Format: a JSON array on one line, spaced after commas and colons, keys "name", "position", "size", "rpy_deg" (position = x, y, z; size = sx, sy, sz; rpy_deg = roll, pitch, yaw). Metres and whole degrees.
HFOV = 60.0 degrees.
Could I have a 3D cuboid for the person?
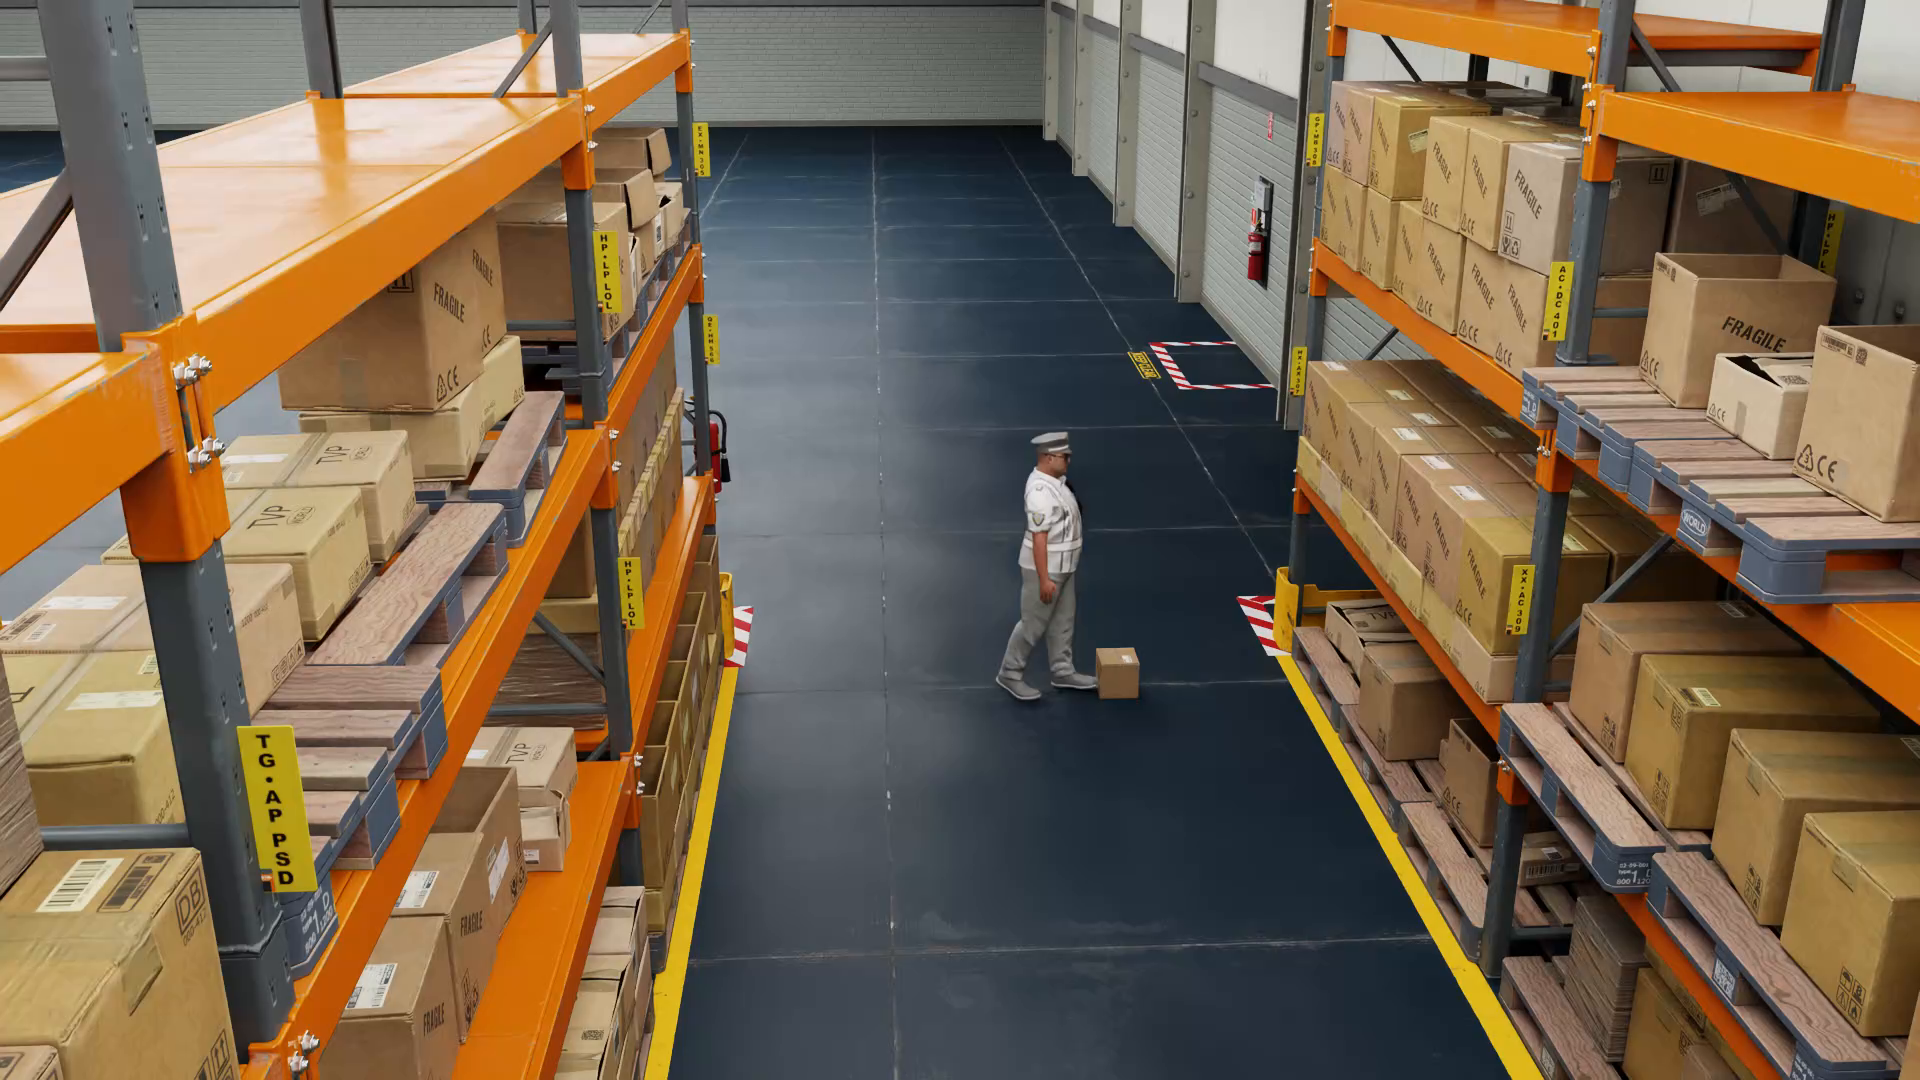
[{"name": "person", "position": [0.576, 0.164, 10.596], "size": [0.667, 1.752, 0.553], "rpy_deg": [5, 21, 12]}]
